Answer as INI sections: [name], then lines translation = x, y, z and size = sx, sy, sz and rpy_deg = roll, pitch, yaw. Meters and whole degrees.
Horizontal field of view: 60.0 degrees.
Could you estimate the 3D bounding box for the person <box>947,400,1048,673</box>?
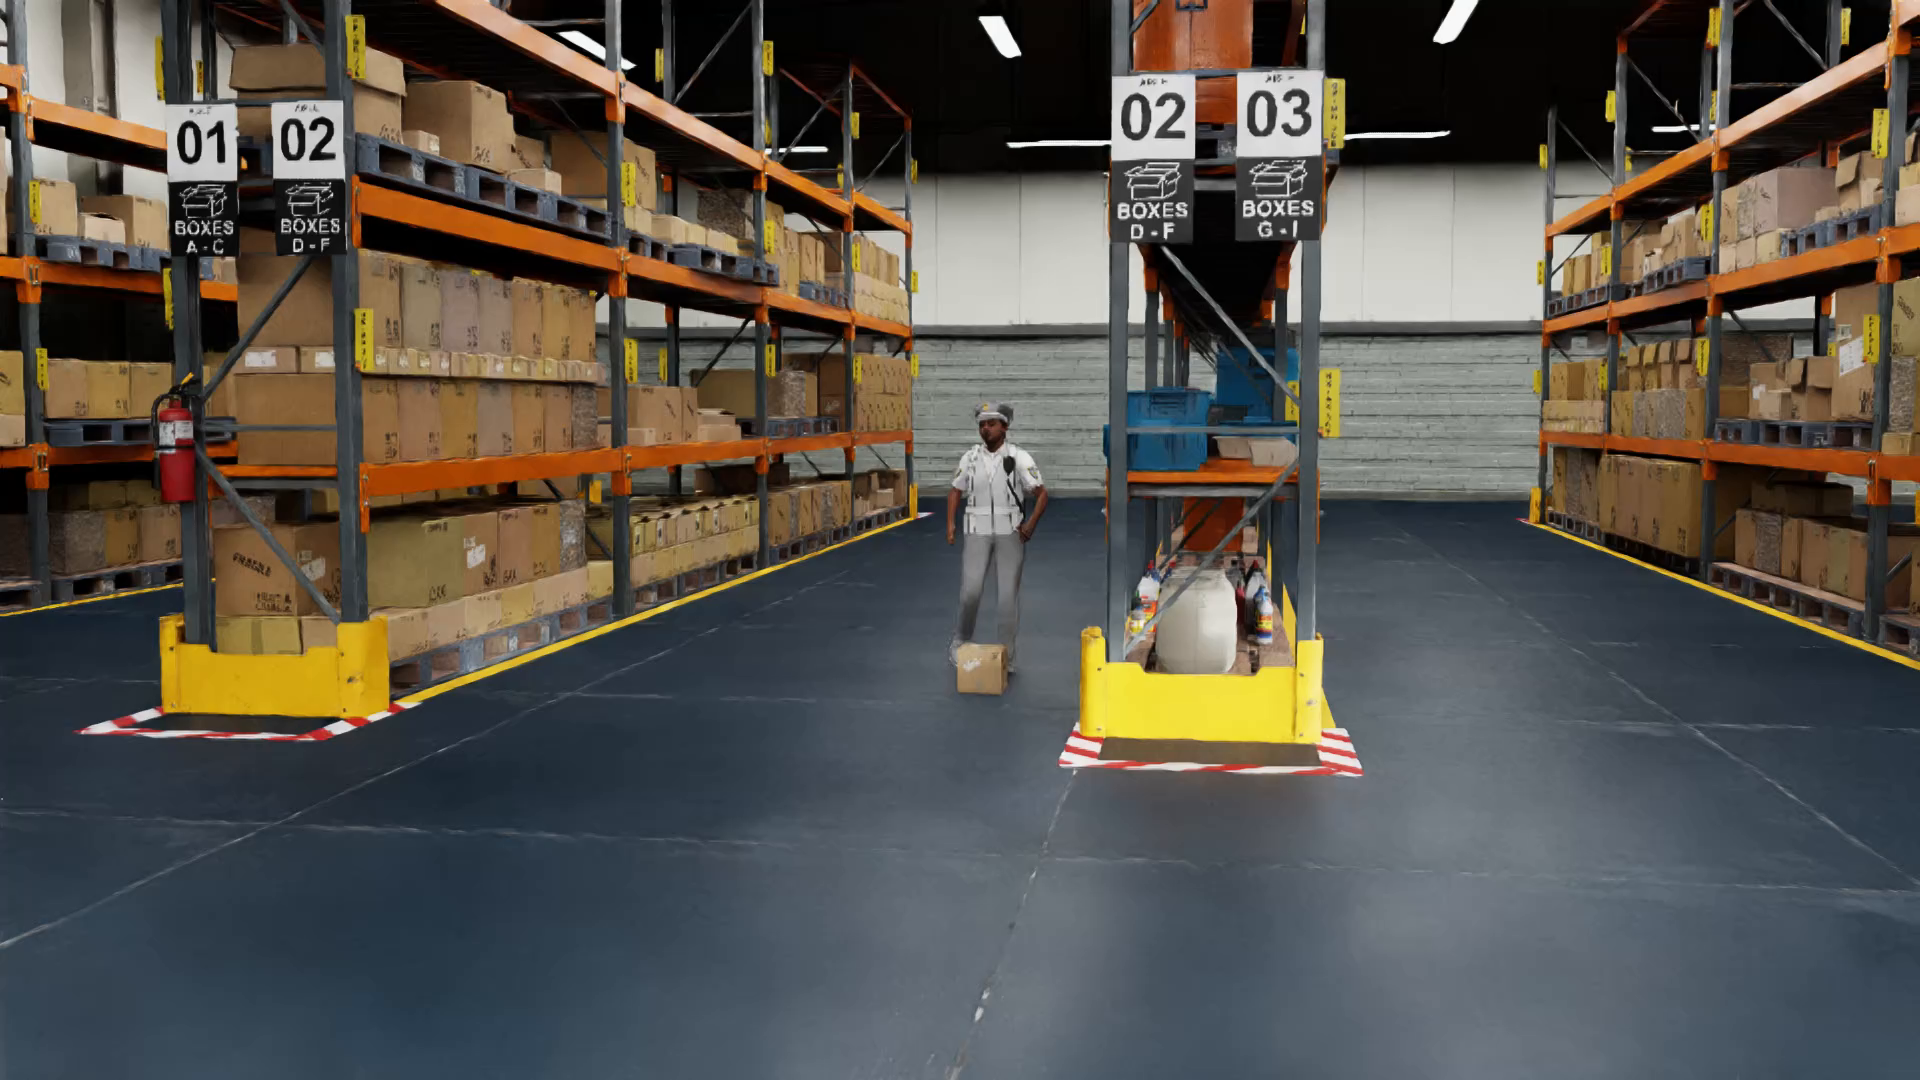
[person]
translation = 0.224, -0.015, 10.132
size = 0.626, 1.670, 0.466
rpy_deg = 0, 5, 3
